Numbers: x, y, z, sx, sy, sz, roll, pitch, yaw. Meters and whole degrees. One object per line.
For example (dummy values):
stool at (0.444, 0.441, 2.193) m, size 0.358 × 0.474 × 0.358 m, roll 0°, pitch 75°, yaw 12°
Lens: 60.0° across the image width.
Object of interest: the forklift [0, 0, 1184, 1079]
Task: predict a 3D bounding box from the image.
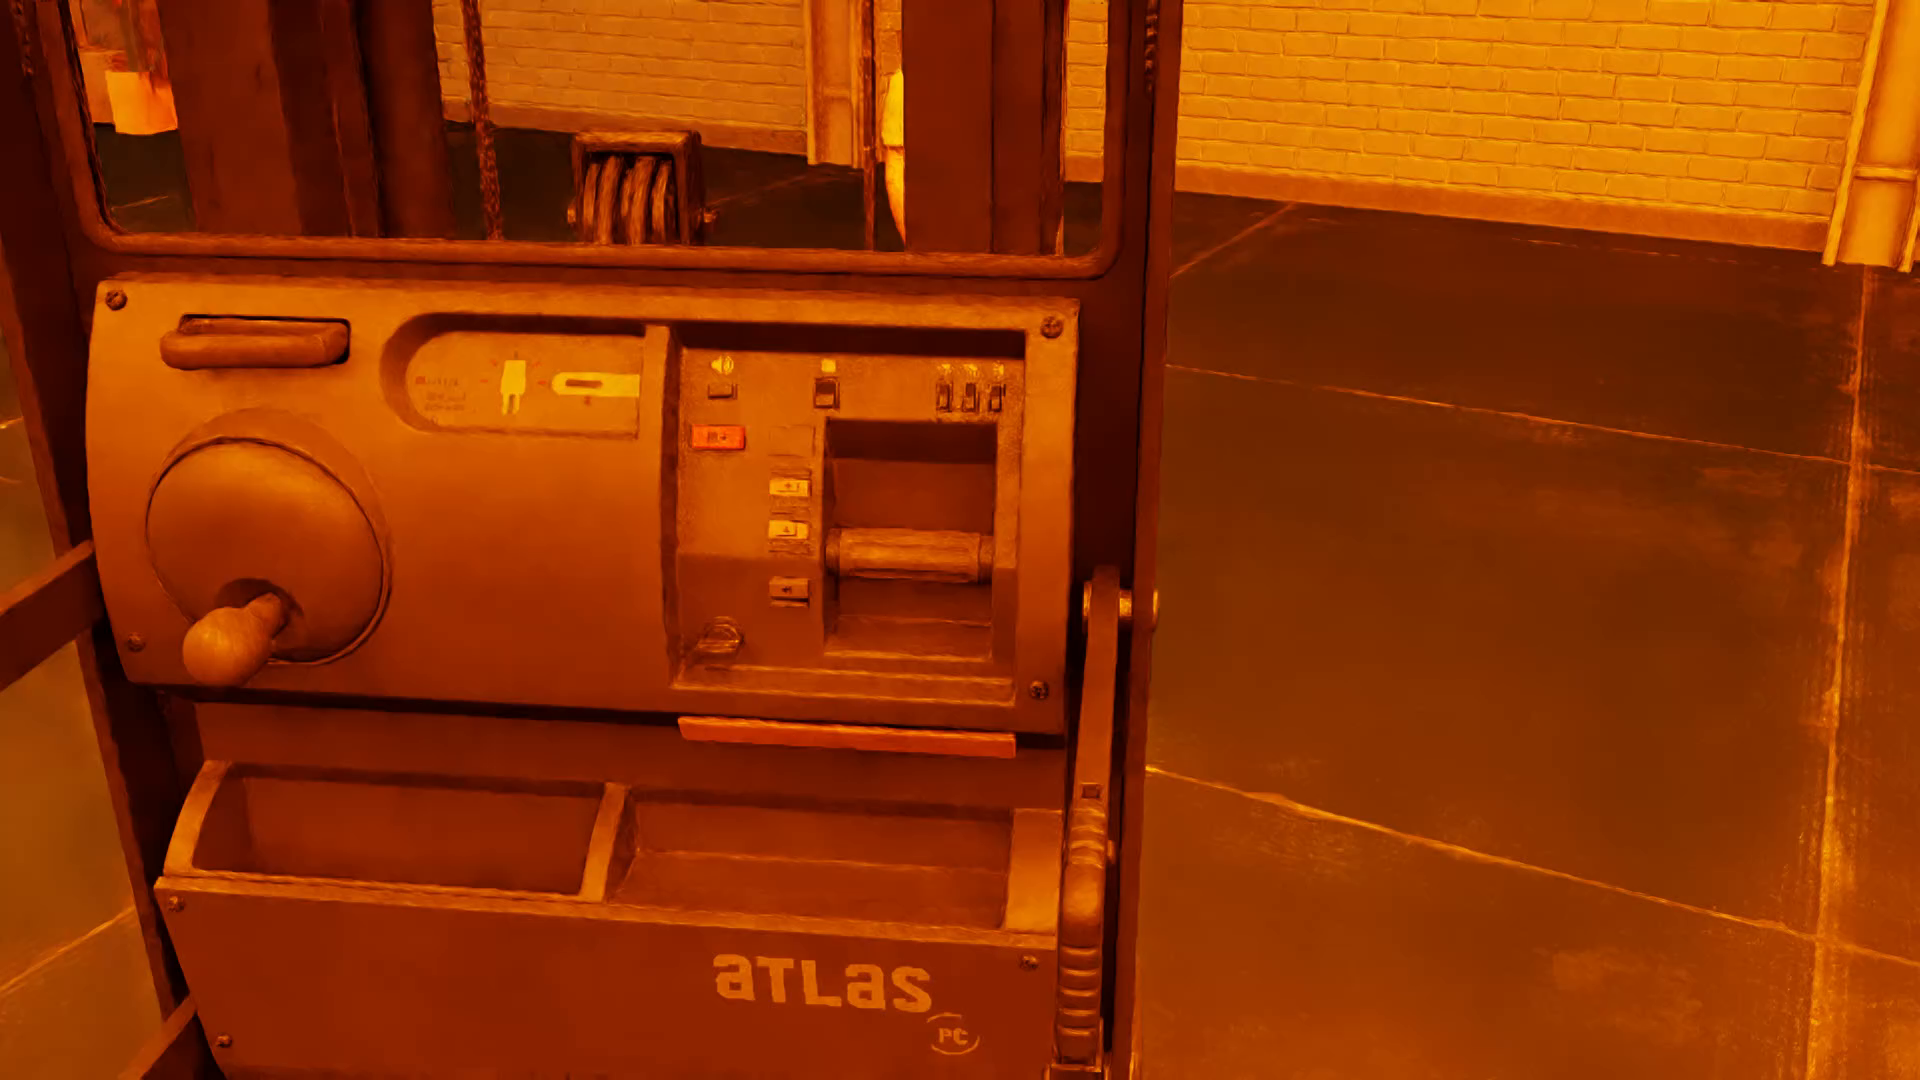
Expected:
forklift at (-0.381, -0.018, 1.348) m, size 1.130 × 2.935 × 3.031 m, roll 2°, pitch 23°, yaw 6°

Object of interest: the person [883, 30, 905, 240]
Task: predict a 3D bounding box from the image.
person at (0.061, -0.761, 4.696) m, size 0.548 × 1.674 × 0.554 m, roll 11°, pitch 25°, yaw 25°
